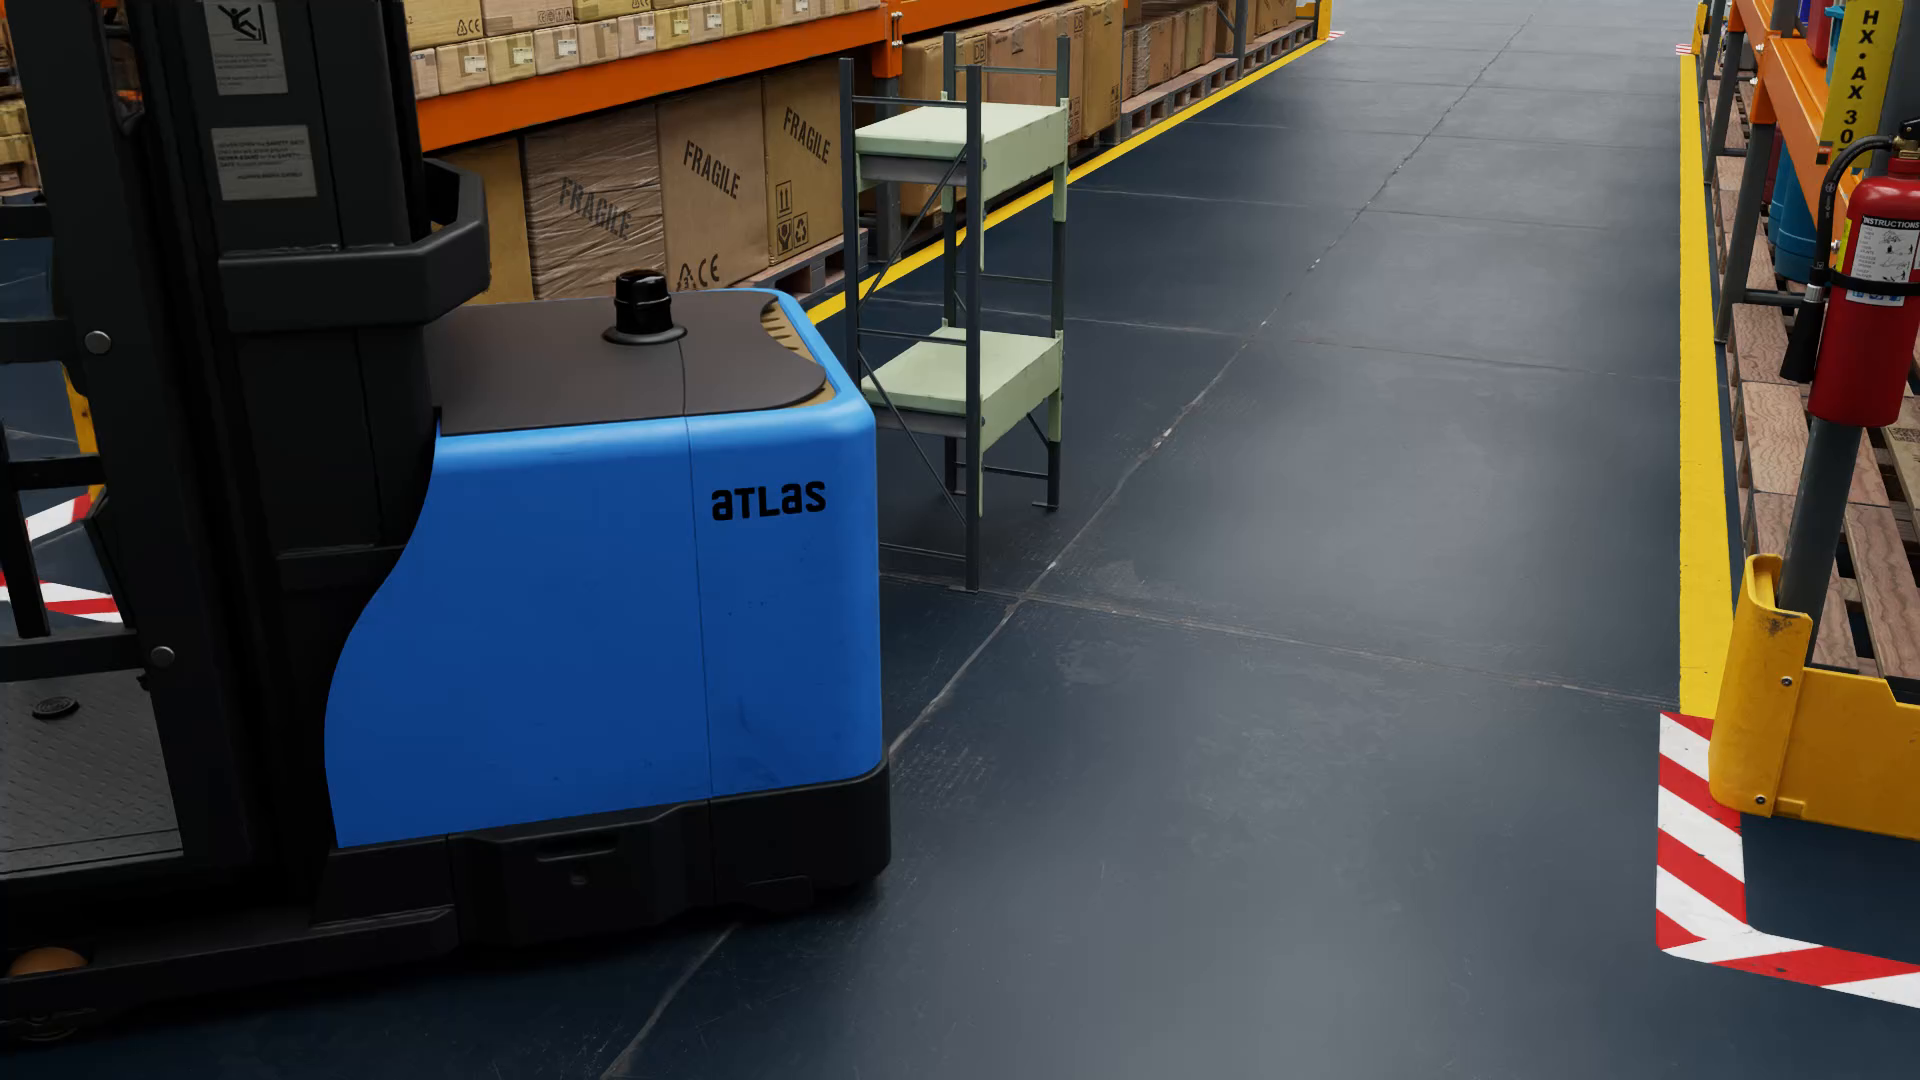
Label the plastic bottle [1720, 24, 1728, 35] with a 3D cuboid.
[{"bbox_3d":[7.132,-4.671,15.511,0.097,0.271,0.097,0,23,0],"label":"plastic bottle"}]

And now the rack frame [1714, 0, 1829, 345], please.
[{"bbox_3d":[3.802,-2.196,6.615,1.000,3.000,0.127,9,24,20],"label":"rack frame"}]

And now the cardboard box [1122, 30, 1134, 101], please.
[{"bbox_3d":[0.920,-3.628,12.717,0.700,0.500,0.500,7,24,17],"label":"cardboard box"}]

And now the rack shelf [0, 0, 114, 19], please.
[{"bbox_3d":[-6.107,-2.603,8.524,1.077,0.370,4.000,9,24,20],"label":"rack shelf"}]

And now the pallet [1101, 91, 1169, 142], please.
[{"bbox_3d":[0.981,-3.329,12.946,1.003,0.211,1.213,9,24,20],"label":"pallet"}]

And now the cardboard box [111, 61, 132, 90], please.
[{"bbox_3d":[-5.323,-2.992,11.220,0.500,0.500,0.500,8,24,19],"label":"cardboard box"}]

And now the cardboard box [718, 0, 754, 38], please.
[{"bbox_3d":[-1.082,-2.173,6.886,0.380,0.149,0.250,8,24,19],"label":"cardboard box"}]

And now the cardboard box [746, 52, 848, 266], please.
[{"bbox_3d":[-1.116,-1.893,8.103,0.875,0.875,0.875,9,24,20],"label":"cardboard box"}]

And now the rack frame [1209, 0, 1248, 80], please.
[{"bbox_3d":[2.175,-5.768,15.166,1.000,3.000,0.127,9,24,20],"label":"rack frame"}]

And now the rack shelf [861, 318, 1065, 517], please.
[{"bbox_3d":[0.002,-0.394,5.092,0.431,0.370,0.720,9,24,20],"label":"rack shelf"}]

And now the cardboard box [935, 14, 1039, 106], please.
[{"bbox_3d":[-0.246,-2.670,9.962,1.225,0.875,0.875,8,24,18],"label":"cardboard box"}]

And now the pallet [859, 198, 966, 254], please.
[{"bbox_3d":[-0.580,-1.905,9.537,1.003,0.211,1.213,9,24,20],"label":"pallet"}]

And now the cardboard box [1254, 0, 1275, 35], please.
[{"bbox_3d":[2.973,-5.578,17.411,0.500,0.500,0.500,11,25,25],"label":"cardboard box"}]

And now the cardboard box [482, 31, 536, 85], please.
[{"bbox_3d":[-1.655,-1.621,5.565,0.380,0.149,0.250,8,24,19],"label":"cardboard box"}]

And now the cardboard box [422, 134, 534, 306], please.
[{"bbox_3d":[-2.119,-0.927,5.790,0.875,0.875,0.875,9,24,20],"label":"cardboard box"}]

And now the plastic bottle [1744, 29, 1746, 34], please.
[{"bbox_3d":[7.042,-4.459,14.986,0.061,0.283,0.133,9,24,20],"label":"plastic bottle"}]

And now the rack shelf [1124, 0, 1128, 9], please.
[{"bbox_3d":[1.432,-4.720,13.591,1.077,0.370,4.000,9,24,20],"label":"rack shelf"}]

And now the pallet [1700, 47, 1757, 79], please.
[{"bbox_3d":[7.514,-4.444,15.616,1.003,0.211,1.213,9,24,20],"label":"pallet"}]

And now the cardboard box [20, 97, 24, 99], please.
[{"bbox_3d":[-5.312,-2.542,9.826,0.380,0.149,0.250,9,24,21],"label":"cardboard box"}]

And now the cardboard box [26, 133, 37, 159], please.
[{"bbox_3d":[-5.358,-2.311,9.660,0.380,0.149,0.250,8,24,18],"label":"cardboard box"}]

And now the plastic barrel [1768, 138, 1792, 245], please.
[{"bbox_3d":[4.283,-1.867,8.005,0.600,0.901,0.708,9,24,20],"label":"plastic barrel"}]

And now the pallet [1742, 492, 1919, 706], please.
[{"bbox_3d":[2.659,0.233,4.419,1.003,0.211,1.213,9,24,20],"label":"pallet"}]

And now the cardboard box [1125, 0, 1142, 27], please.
[{"bbox_3d":[1.098,-4.167,13.034,0.500,0.250,0.500,12,25,26],"label":"cardboard box"}]

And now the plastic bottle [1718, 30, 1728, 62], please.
[{"bbox_3d":[6.839,-4.413,14.876,0.061,0.283,0.133,11,25,24],"label":"plastic bottle"}]

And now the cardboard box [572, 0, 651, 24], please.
[{"bbox_3d":[-1.476,-2.041,6.053,0.500,0.250,0.500,8,24,18],"label":"cardboard box"}]

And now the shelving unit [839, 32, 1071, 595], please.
[{"bbox_3d":[0.002,-0.694,4.967,0.431,1.500,0.755,9,24,20],"label":"shelving unit"}]

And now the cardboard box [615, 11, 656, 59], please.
[{"bbox_3d":[-1.368,-1.898,6.227,0.380,0.149,0.250,8,24,19],"label":"cardboard box"}]

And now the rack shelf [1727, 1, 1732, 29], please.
[{"bbox_3d":[6.031,-4.011,11.894,1.077,0.370,4.000,9,24,20],"label":"rack shelf"}]

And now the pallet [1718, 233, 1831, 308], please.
[{"bbox_3d":[4.128,-1.179,7.799,1.003,0.211,1.213,9,24,20],"label":"pallet"}]

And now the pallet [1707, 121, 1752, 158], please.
[{"bbox_3d":[5.612,-2.612,11.230,1.003,0.211,1.213,9,24,20],"label":"pallet"}]

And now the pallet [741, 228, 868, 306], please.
[{"bbox_3d":[-1.151,-1.357,8.225,1.003,0.211,1.213,9,24,20],"label":"pallet"}]

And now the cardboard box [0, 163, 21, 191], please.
[{"bbox_3d":[-5.616,-2.079,9.488,0.380,0.149,0.250,8,24,19],"label":"cardboard box"}]

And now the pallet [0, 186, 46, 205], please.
[{"bbox_3d":[-5.580,-2.119,10.049,1.003,0.211,1.213,9,24,20],"label":"pallet"}]

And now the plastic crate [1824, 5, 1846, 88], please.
[{"bbox_3d":[2.841,-1.486,5.056,0.416,0.233,0.300,9,24,20],"label":"plastic crate"}]

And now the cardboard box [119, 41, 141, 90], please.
[{"bbox_3d":[-2.455,-1.532,5.352,0.380,0.149,0.250,9,24,21],"label":"cardboard box"}]

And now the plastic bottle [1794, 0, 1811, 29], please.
[{"bbox_3d":[3.649,-2.326,7.087,0.152,0.276,0.135,9,24,20],"label":"plastic bottle"}]

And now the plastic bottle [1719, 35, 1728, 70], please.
[{"bbox_3d":[6.646,-4.227,14.433,0.061,0.283,0.133,10,25,23],"label":"plastic bottle"}]

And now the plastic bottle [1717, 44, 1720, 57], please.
[{"bbox_3d":[7.019,-4.530,15.263,0.097,0.201,0.097,0,23,0],"label":"plastic bottle"}]

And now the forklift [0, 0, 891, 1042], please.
[{"bbox_3d":[-1.719,-0.640,2.979,3.031,2.935,1.130,-6,23,-14],"label":"forklift"}]

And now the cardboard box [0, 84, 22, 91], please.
[{"bbox_3d":[-5.684,-2.710,10.229,0.380,0.149,0.250,10,25,22],"label":"cardboard box"}]

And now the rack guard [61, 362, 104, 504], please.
[{"bbox_3d":[-2.291,-0.311,5.347,1.175,0.500,0.348,9,24,20],"label":"rack guard"}]

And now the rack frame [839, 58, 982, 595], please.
[{"bbox_3d":[-0.133,-0.563,4.653,0.400,1.500,0.023,9,24,20],"label":"rack frame"}]

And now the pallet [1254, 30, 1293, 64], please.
[{"bbox_3d":[2.844,-5.164,17.340,1.003,0.211,1.213,9,24,20],"label":"pallet"}]

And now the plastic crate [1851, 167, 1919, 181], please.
[{"bbox_3d":[2.268,-0.955,3.520,0.616,0.435,0.499,9,24,20],"label":"plastic crate"}]

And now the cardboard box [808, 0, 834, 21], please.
[{"bbox_3d":[-0.796,-2.449,7.547,0.380,0.149,0.250,8,24,19],"label":"cardboard box"}]

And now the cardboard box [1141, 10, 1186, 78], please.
[{"bbox_3d":[1.525,-4.232,14.163,0.700,0.500,0.500,7,24,15],"label":"cardboard box"}]

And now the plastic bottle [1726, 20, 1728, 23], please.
[{"bbox_3d":[7.297,-4.830,15.890,0.097,0.271,0.097,0,23,0],"label":"plastic bottle"}]

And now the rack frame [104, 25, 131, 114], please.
[{"bbox_3d":[-2.282,-1.473,4.886,1.000,3.000,0.127,9,24,20],"label":"rack frame"}]
